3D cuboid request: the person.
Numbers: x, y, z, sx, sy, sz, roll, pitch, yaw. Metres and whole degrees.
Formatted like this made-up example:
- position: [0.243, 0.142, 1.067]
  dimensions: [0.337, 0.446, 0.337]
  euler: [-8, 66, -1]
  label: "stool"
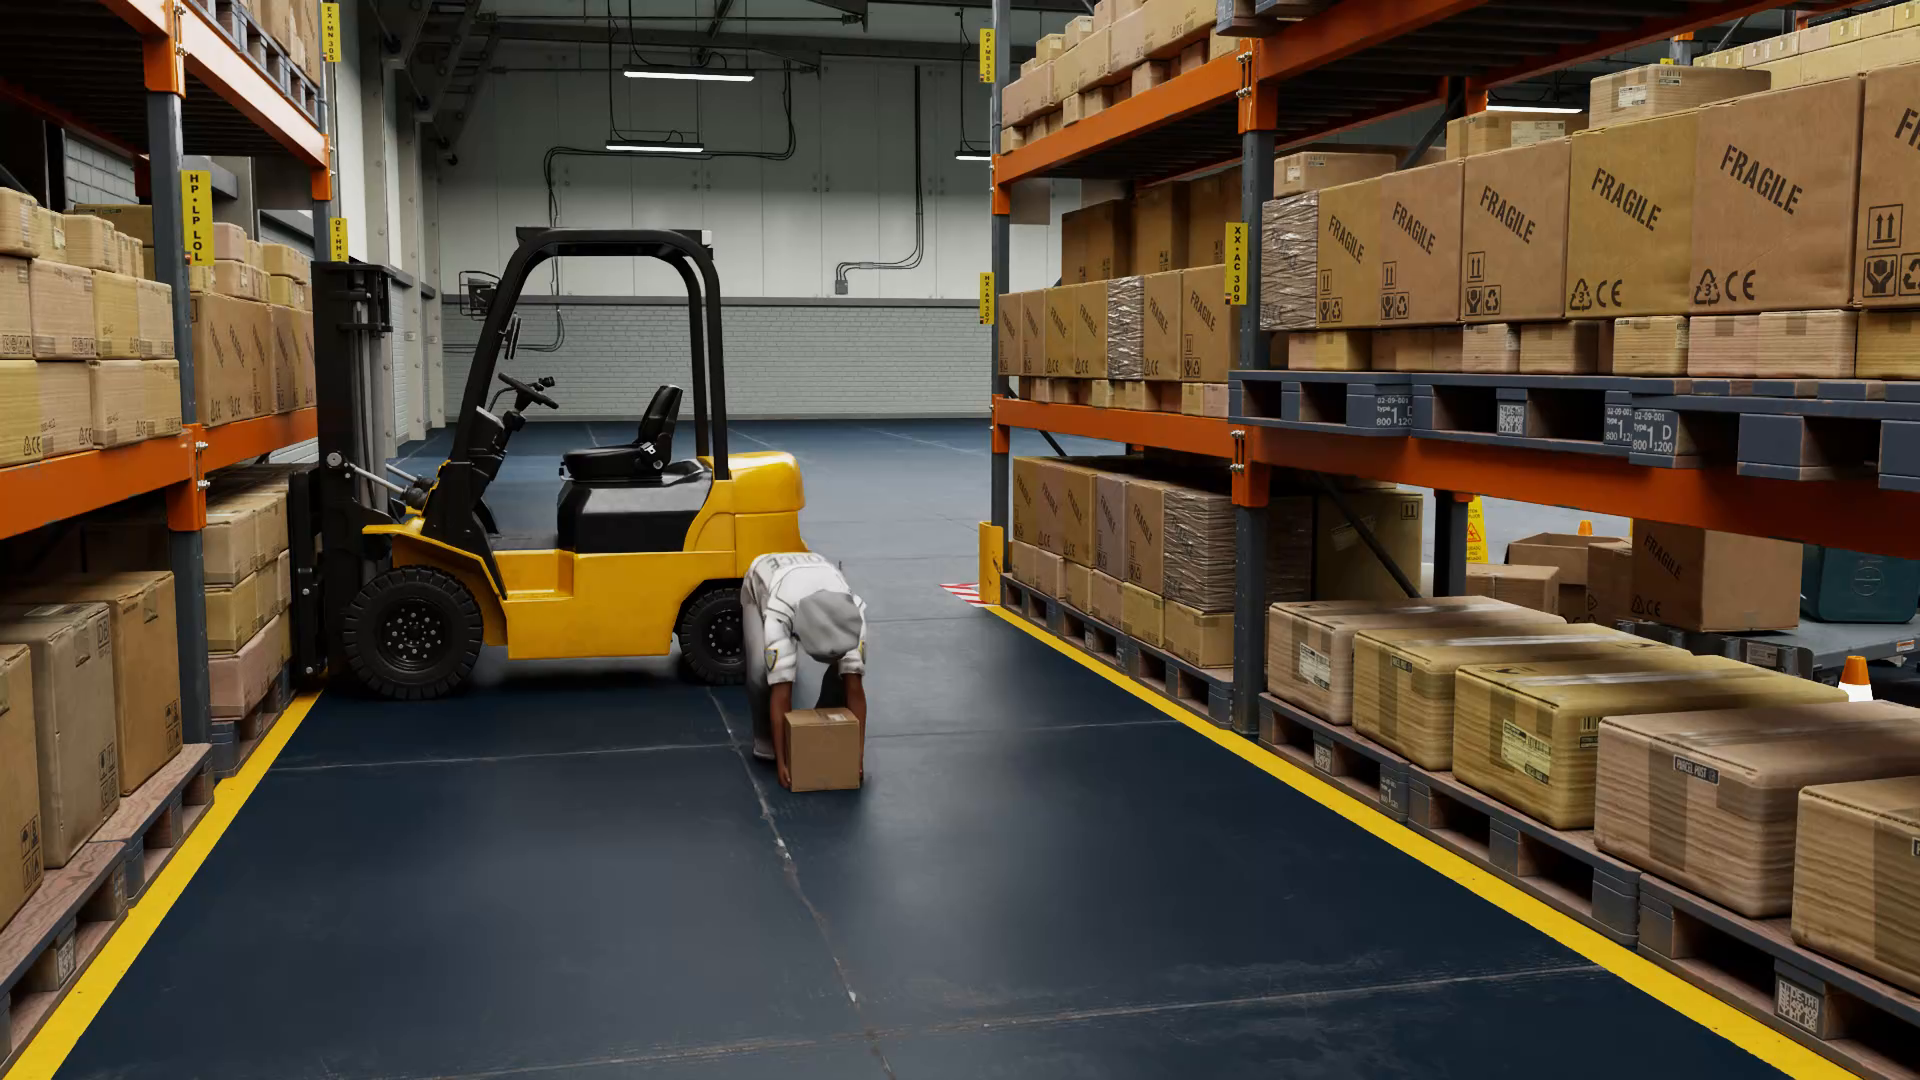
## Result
- position: [-0.594, 0.474, 6.403]
  dimensions: [0.456, 0.822, 0.919]
  euler: [-2, 6, -16]
  label: "person"
